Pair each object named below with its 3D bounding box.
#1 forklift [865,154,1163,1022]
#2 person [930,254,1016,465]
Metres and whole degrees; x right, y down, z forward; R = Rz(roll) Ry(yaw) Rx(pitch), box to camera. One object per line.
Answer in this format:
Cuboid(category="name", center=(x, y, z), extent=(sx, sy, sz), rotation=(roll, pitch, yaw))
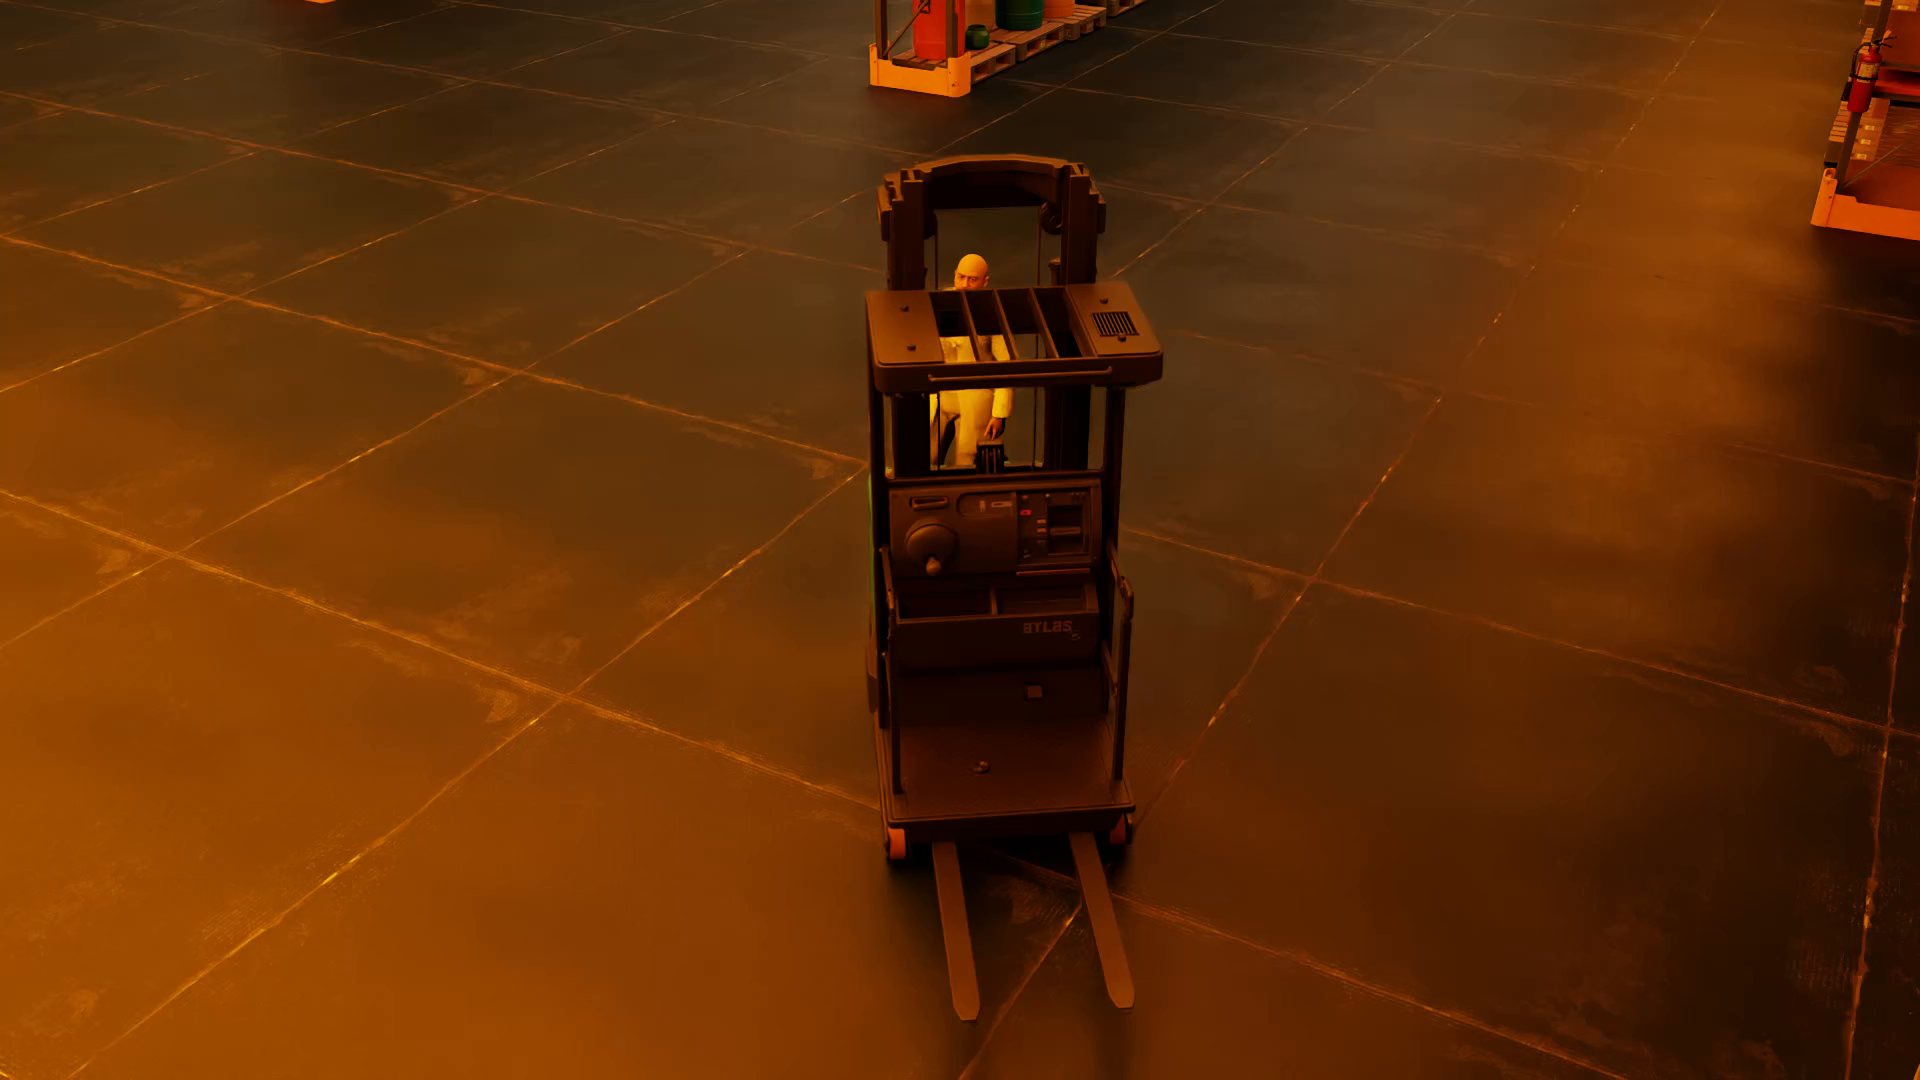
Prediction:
Cuboid(category="forklift", center=(0.183, -0.004, 7.078), extent=(1.130, 2.935, 3.031), rotation=(-3, 30, -5))
Cuboid(category="person", center=(-0.048, -0.737, 9.489), extent=(0.694, 1.775, 0.581), rotation=(15, 33, 25))
